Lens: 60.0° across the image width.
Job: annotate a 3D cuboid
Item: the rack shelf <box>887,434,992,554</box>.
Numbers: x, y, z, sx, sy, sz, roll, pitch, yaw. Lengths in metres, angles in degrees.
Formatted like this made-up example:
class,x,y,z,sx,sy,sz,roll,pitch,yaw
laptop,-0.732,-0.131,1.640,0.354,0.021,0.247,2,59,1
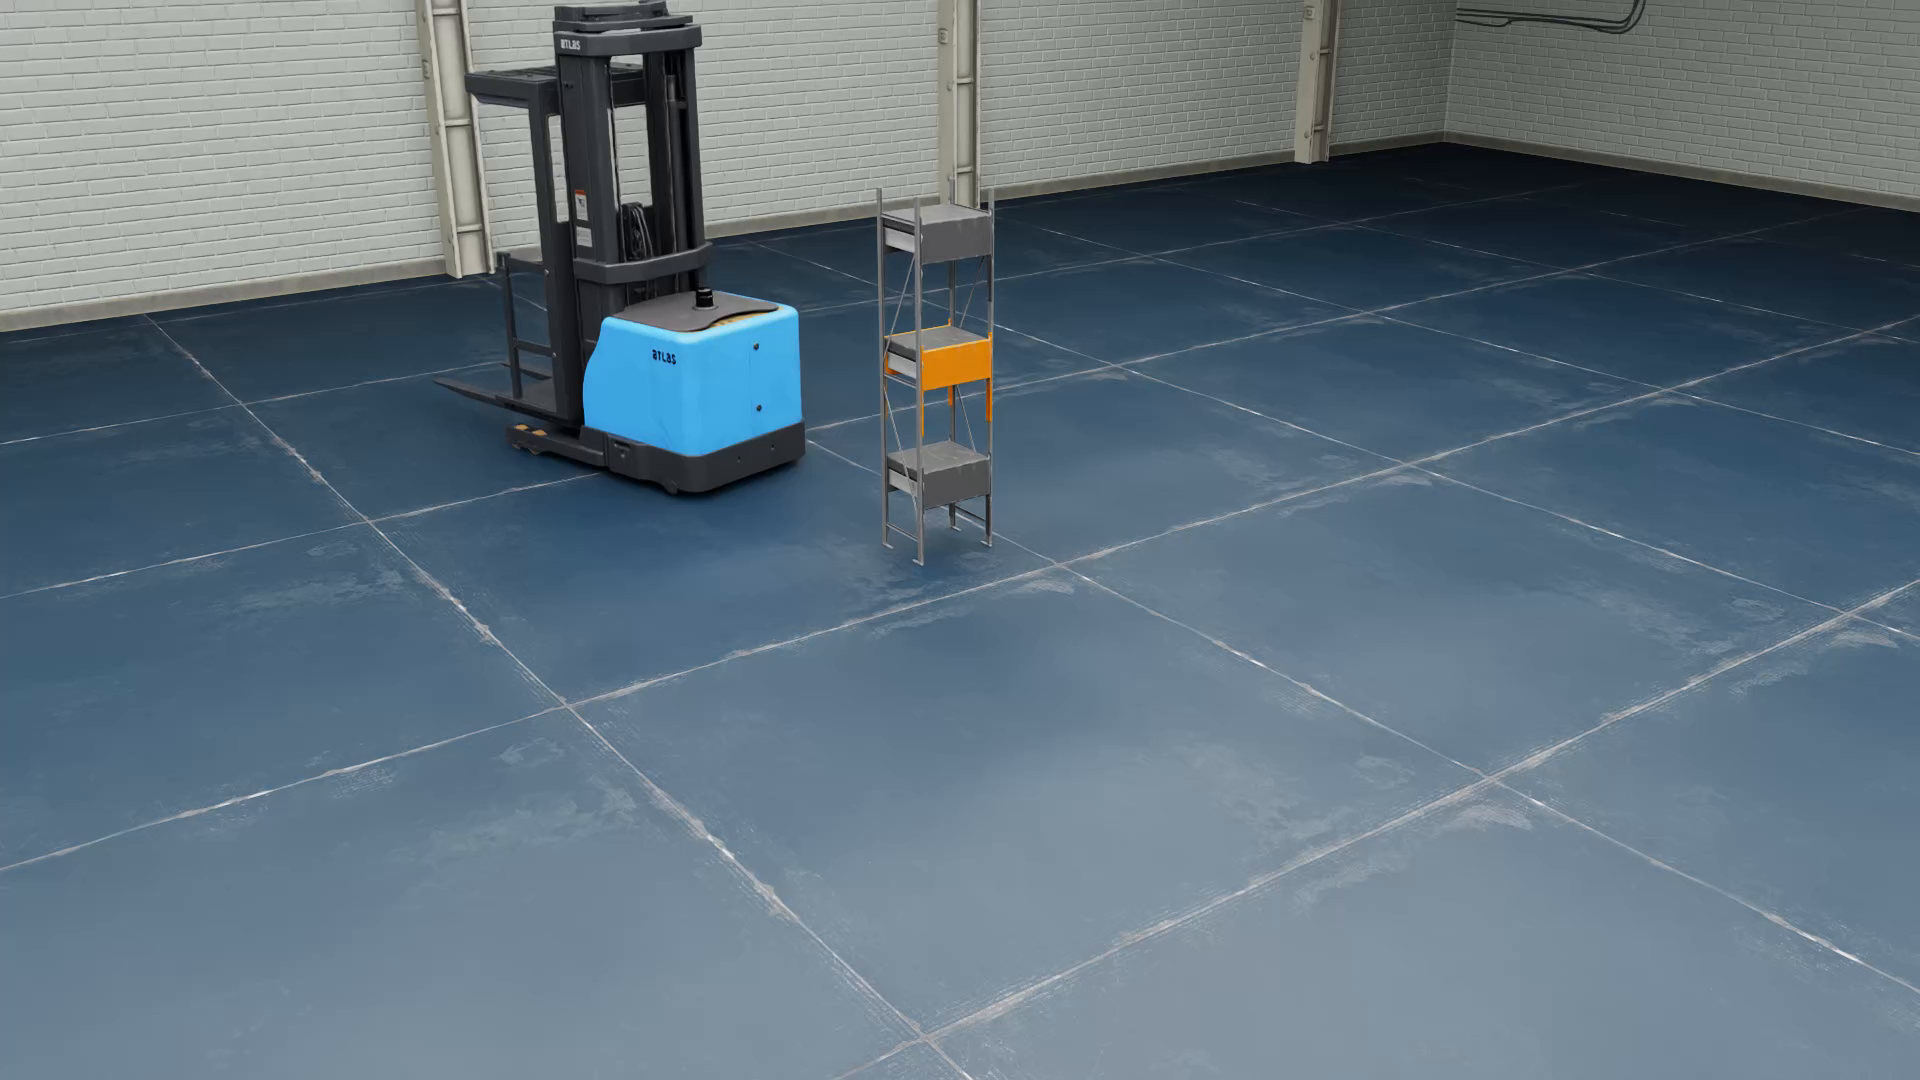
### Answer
class,x,y,z,sx,sy,sz,roll,pitch,yaw
rack shelf,-0.134,-0.277,9.682,0.480,0.518,0.431,-15,26,-33

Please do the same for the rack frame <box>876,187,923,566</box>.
class,x,y,z,sx,sy,sz,roll,pitch,yaw
rack frame,-0.332,-0.887,9.285,0.015,2.100,0.400,-15,26,-33

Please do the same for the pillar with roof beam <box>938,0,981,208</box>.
class,x,y,z,sx,sy,sz,roll,pitch,yaw
pillar with roof beam,2.509,-6.845,14.908,0.400,9.000,9.100,-15,26,-33

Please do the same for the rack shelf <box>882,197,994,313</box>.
class,x,y,z,sx,sy,sz,roll,pitch,yaw
rack shelf,-0.134,-1.577,9.163,0.480,0.518,0.431,-15,26,-33

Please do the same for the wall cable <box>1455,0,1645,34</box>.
class,x,y,z,sx,sy,sz,roll,pitch,yaw
wall cable,8.029,-8.236,22.585,0.112,2.526,3.097,-15,26,-33

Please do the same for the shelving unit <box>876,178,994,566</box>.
class,x,y,z,sx,sy,sz,roll,pitch,yaw
shelving unit,-0.134,-0.939,9.417,0.503,2.100,0.431,-15,26,-33

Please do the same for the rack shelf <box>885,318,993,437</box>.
class,x,y,z,sx,sy,sz,roll,pitch,yaw
rack shelf,-0.134,-0.927,9.422,0.480,0.518,0.431,-15,26,-33

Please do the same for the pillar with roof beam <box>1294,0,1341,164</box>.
class,x,y,z,sx,sy,sz,roll,pitch,yaw
pillar with roof beam,7.379,-8.143,18.162,0.400,9.000,9.100,-15,26,-33

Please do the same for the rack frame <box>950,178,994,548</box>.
class,x,y,z,sx,sy,sz,roll,pitch,yaw
rack frame,0.064,-0.992,9.550,0.015,2.100,0.400,-15,26,-33

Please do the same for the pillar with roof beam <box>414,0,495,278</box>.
class,x,y,z,sx,sy,sz,roll,pitch,yaw
pillar with roof beam,-2.362,-5.546,11.653,0.400,9.000,9.100,-15,26,-33

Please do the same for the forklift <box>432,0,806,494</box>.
class,x,y,z,sx,sy,sz,roll,pitch,yaw
forklift,-2.502,-2.079,11.152,3.031,2.935,1.130,17,27,36
